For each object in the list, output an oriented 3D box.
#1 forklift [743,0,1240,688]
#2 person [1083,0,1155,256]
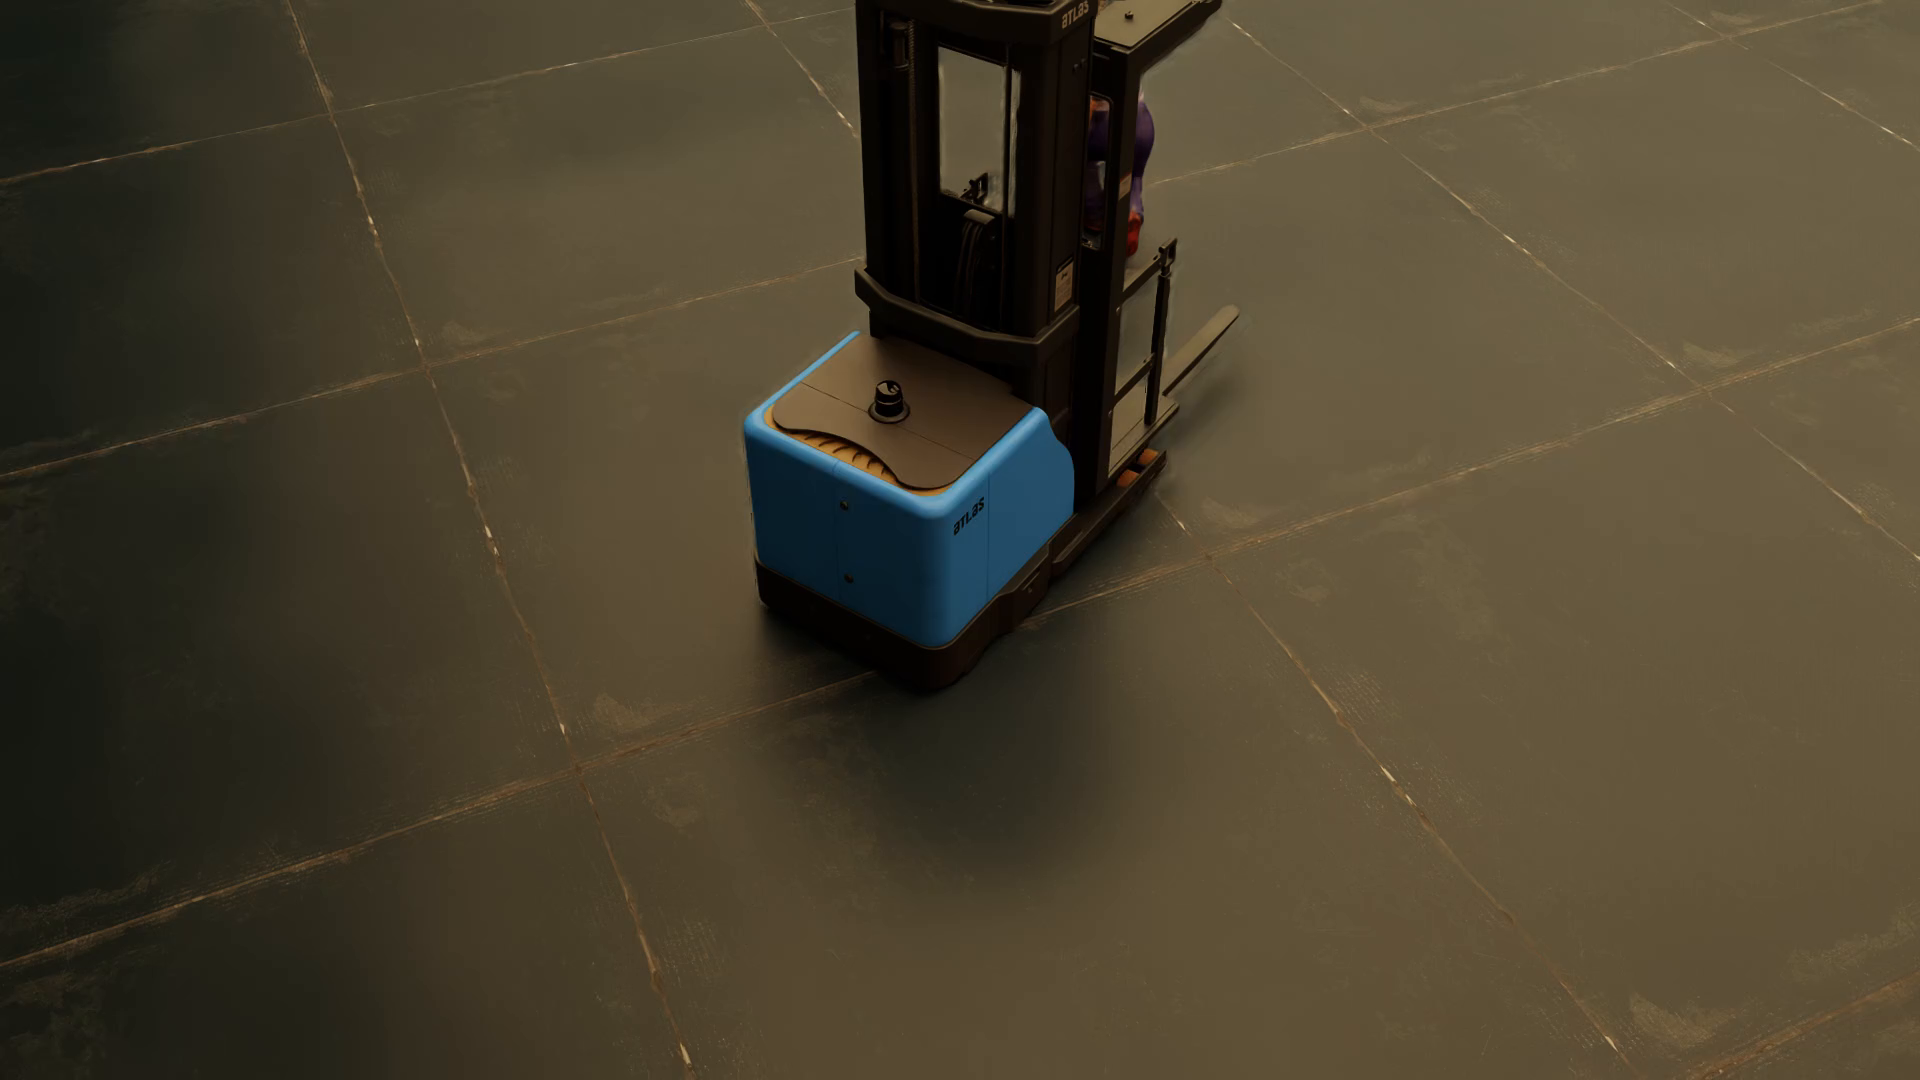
[{"bbox_3d":[0.347,-1.414,7.195,1.130,2.935,3.031,25,49,25],"label":"forklift"},{"bbox_3d":[0.801,-2.306,9.262,0.601,1.431,0.759,-16,45,-17],"label":"person"}]
